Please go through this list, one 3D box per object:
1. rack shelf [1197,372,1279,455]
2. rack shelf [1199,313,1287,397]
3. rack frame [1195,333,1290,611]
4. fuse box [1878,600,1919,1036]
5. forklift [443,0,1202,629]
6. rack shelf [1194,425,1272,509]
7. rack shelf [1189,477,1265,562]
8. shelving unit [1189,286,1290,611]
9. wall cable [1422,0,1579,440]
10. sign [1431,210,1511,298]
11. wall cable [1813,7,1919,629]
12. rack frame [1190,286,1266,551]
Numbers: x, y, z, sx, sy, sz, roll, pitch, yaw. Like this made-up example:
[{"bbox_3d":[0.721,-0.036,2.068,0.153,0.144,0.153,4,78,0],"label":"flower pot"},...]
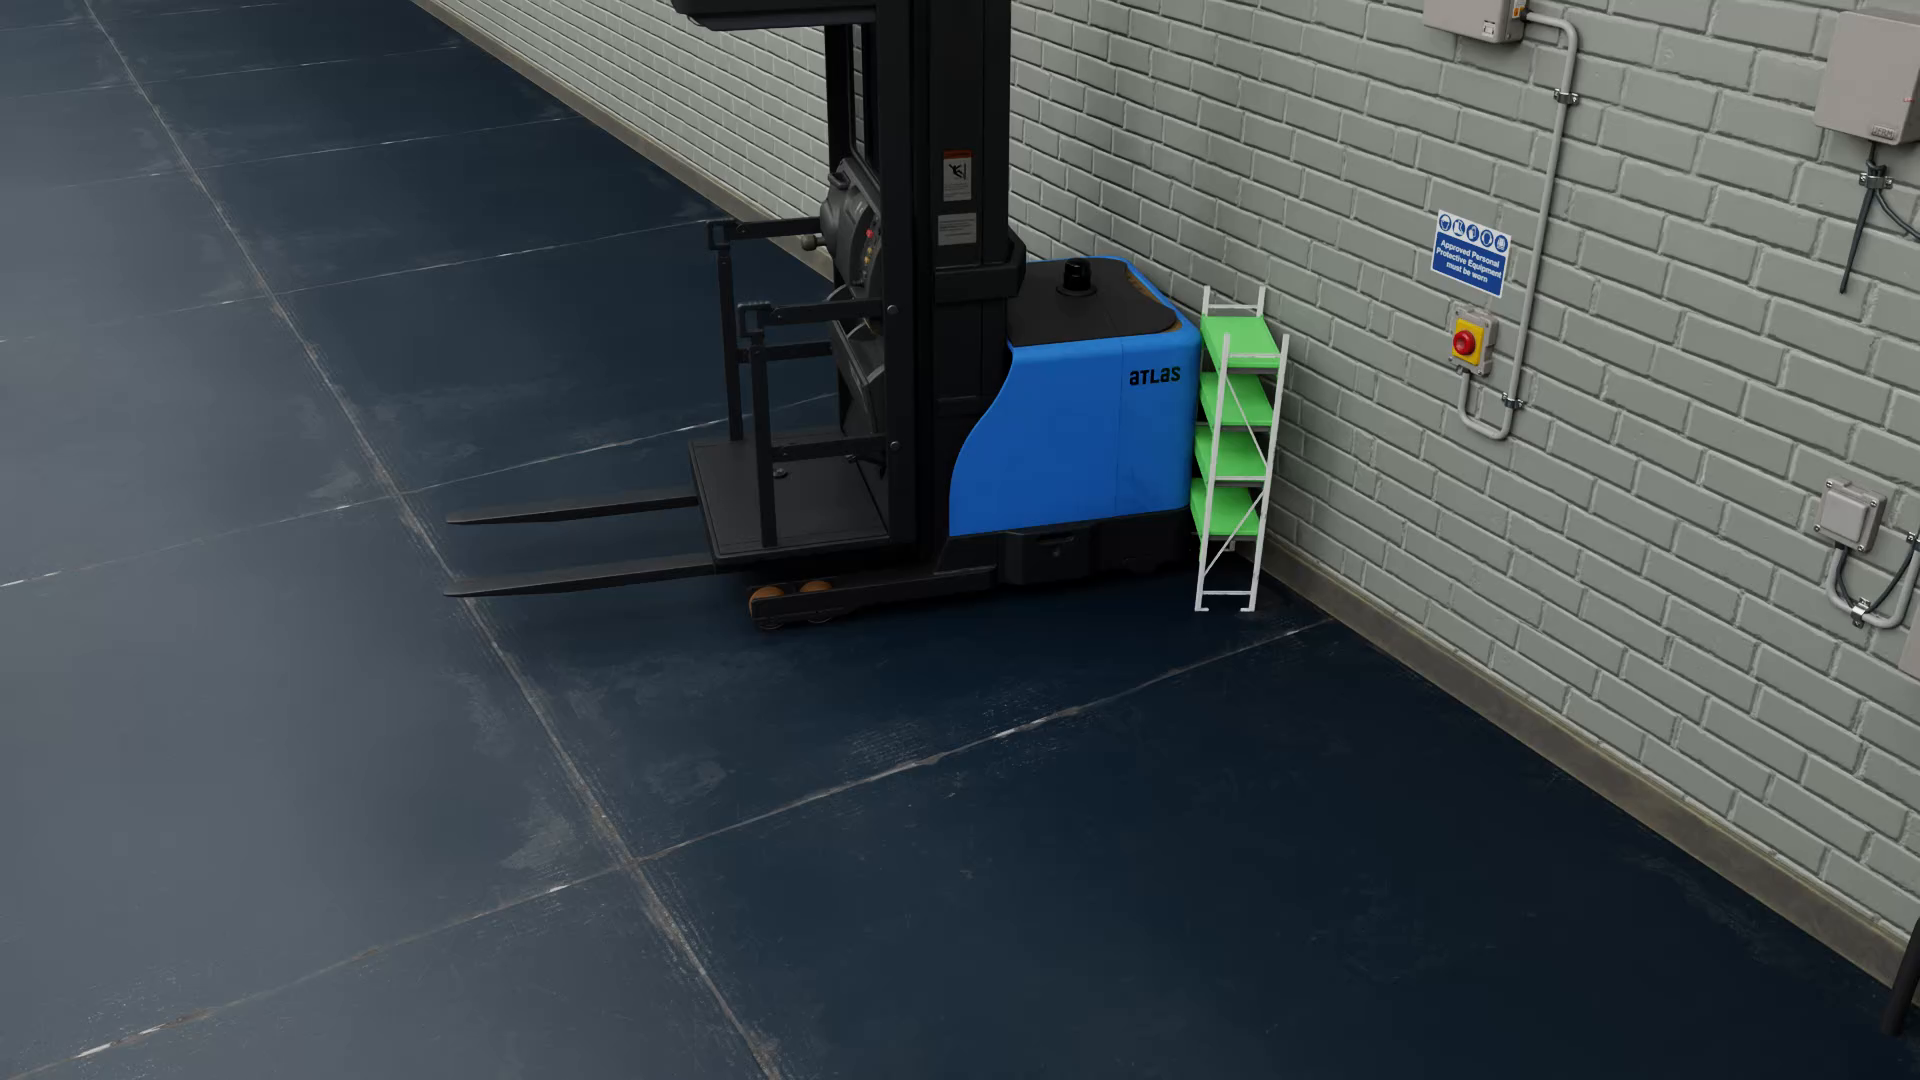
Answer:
[{"bbox_3d":[1.082,-0.511,6.560,0.258,0.148,0.480,0,30,-2],"label":"rack shelf"},{"bbox_3d":[1.087,-0.719,6.441,0.258,0.148,0.480,0,30,-2],"label":"rack shelf"},{"bbox_3d":[1.084,-0.237,6.435,0.240,1.200,0.015,0,30,-2],"label":"rack frame"},{"bbox_3d":[2.633,0.660,4.284,0.414,1.711,0.539,-16,33,-26],"label":"fuse box"},{"bbox_3d":[-0.604,-1.210,6.409,3.031,2.935,1.130,-7,30,-12],"label":"forklift"},{"bbox_3d":[1.077,-0.302,6.678,0.258,0.148,0.480,0,30,-2],"label":"rack shelf"},{"bbox_3d":[1.072,-0.093,6.797,0.258,0.148,0.480,0,30,-2],"label":"rack shelf"},{"bbox_3d":[1.078,-0.357,6.647,0.258,1.200,0.503,0,30,-2],"label":"shelving unit"},{"bbox_3d":[1.694,-1.274,5.370,0.123,1.953,0.585,-16,33,-26],"label":"wall cable"},{"bbox_3d":[1.723,-0.969,5.621,0.001,0.218,0.327,-16,33,-26],"label":"sign"},{"bbox_3d":[2.423,-0.672,4.312,0.122,1.984,0.588,-16,33,-26],"label":"wall cable"},{"bbox_3d":[1.073,-0.478,6.859,0.240,1.200,0.015,0,30,-2],"label":"rack frame"}]
